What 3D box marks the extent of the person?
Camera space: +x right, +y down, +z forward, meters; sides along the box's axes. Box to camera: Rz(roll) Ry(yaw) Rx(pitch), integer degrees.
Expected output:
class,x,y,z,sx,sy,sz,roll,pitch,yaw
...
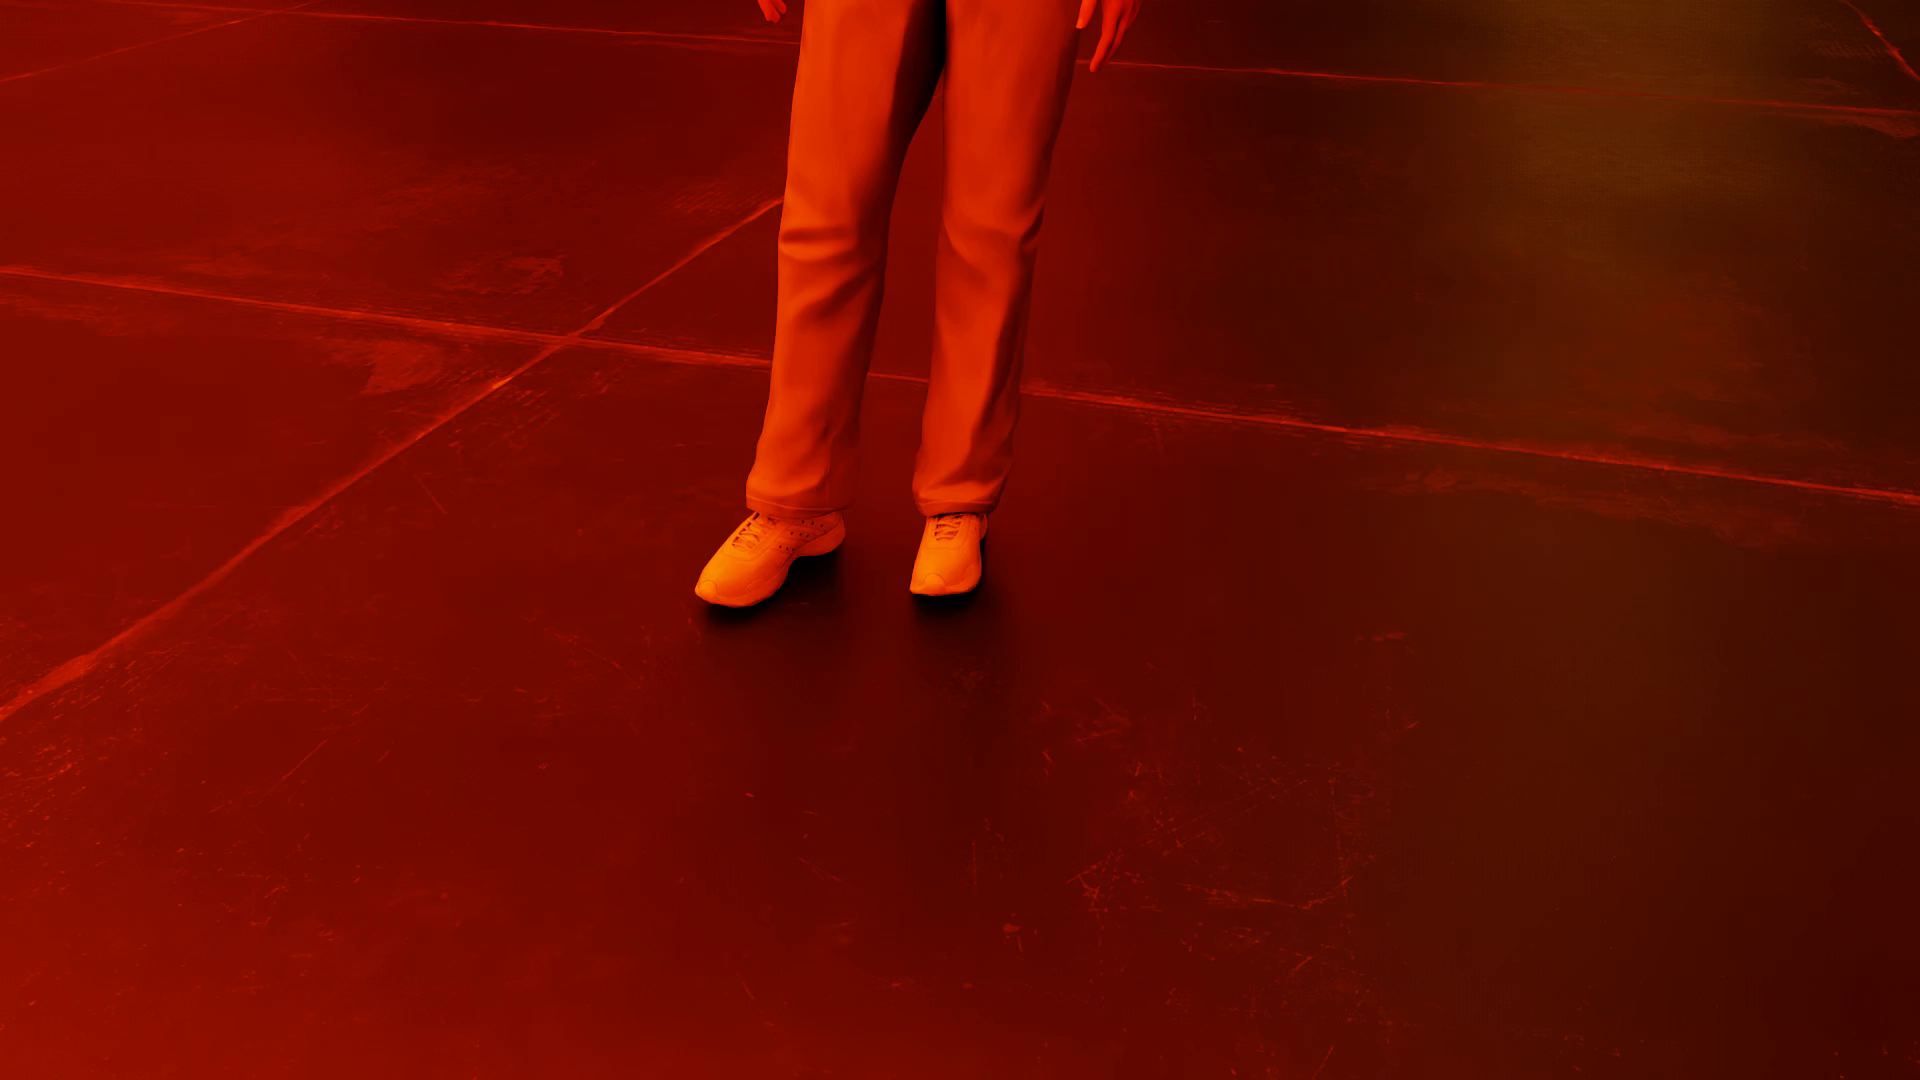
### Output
class,x,y,z,sx,sy,sz,roll,pitch,yaw
person,-0.036,-0.723,2.057,0.549,1.673,0.548,8,28,16
